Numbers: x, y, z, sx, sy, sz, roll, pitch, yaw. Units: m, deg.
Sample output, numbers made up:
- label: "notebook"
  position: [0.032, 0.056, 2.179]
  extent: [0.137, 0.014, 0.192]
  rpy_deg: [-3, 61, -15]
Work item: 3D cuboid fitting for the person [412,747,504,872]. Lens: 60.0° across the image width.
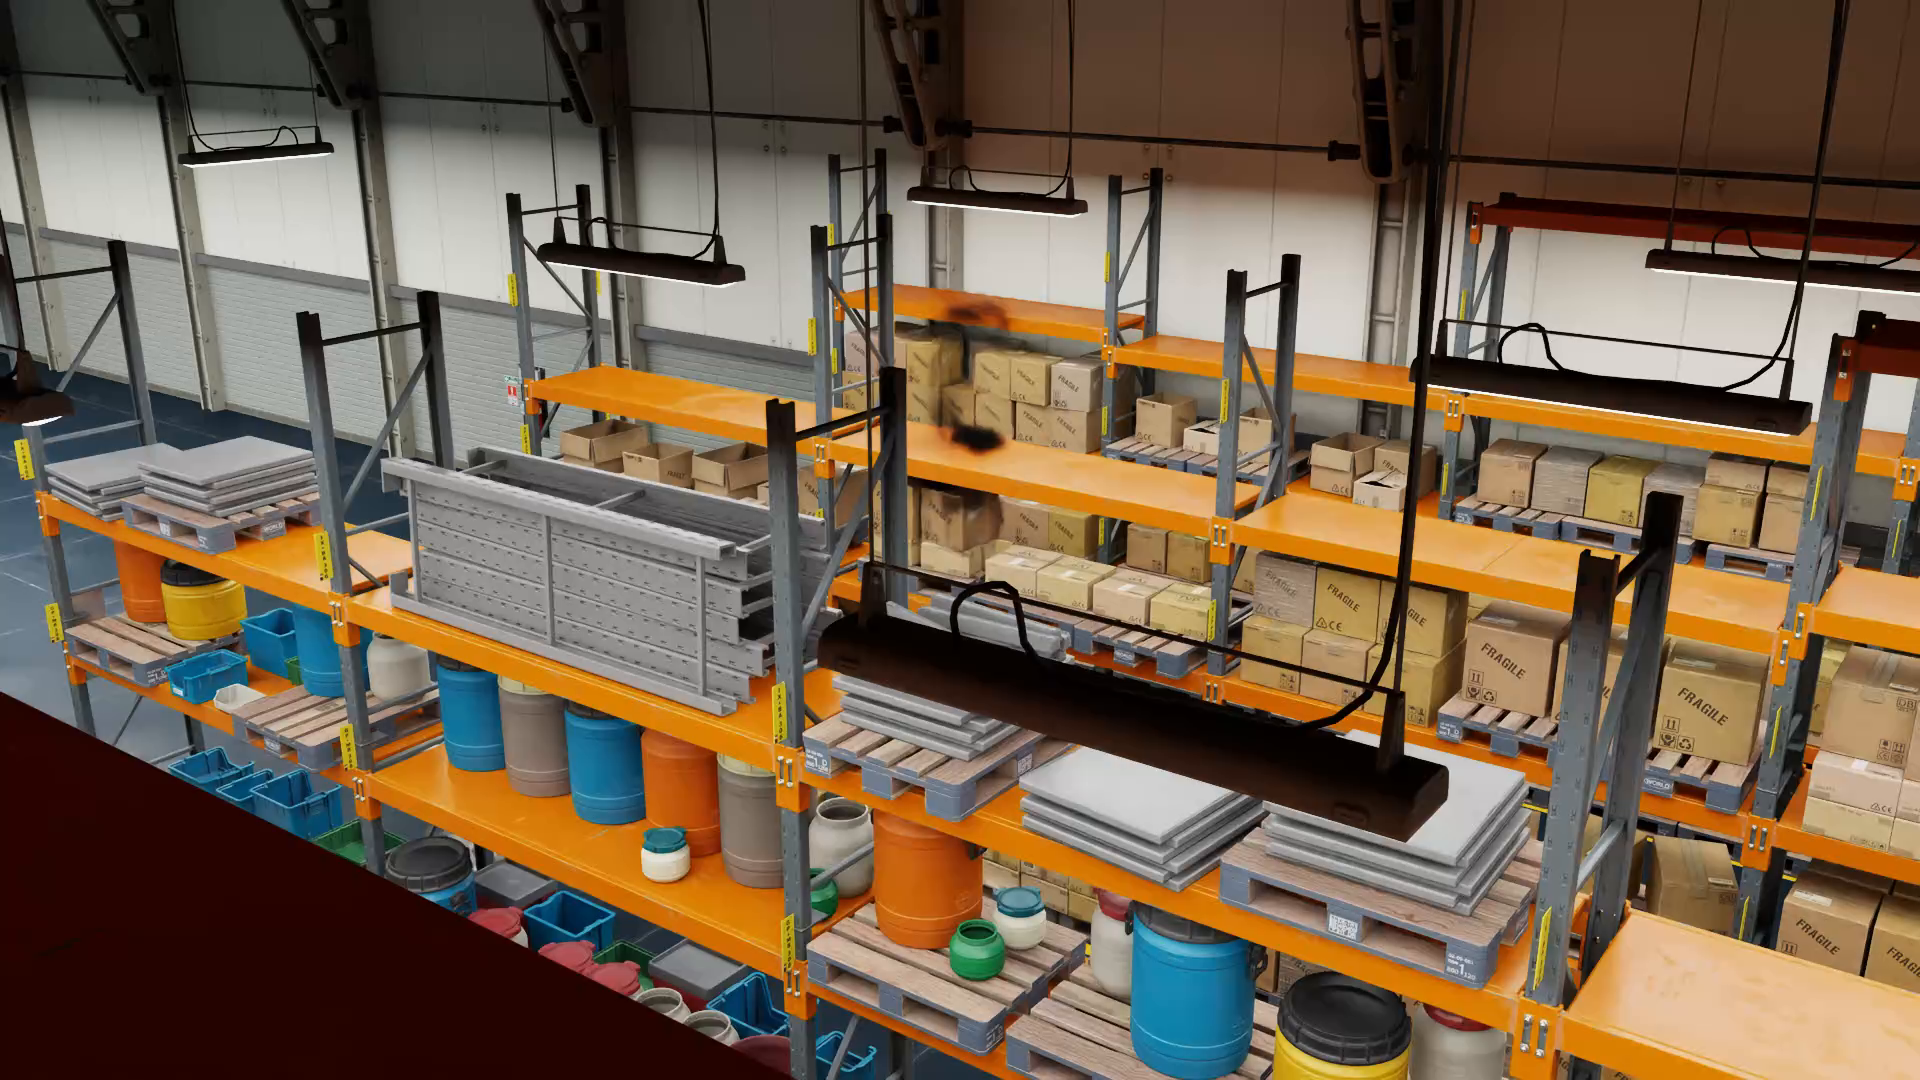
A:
- label: "person"
  position: [-4.614, 2.479, 15.223]
  extent: [0.830, 1.590, 0.694]
  rpy_deg: [2, 19, 7]
